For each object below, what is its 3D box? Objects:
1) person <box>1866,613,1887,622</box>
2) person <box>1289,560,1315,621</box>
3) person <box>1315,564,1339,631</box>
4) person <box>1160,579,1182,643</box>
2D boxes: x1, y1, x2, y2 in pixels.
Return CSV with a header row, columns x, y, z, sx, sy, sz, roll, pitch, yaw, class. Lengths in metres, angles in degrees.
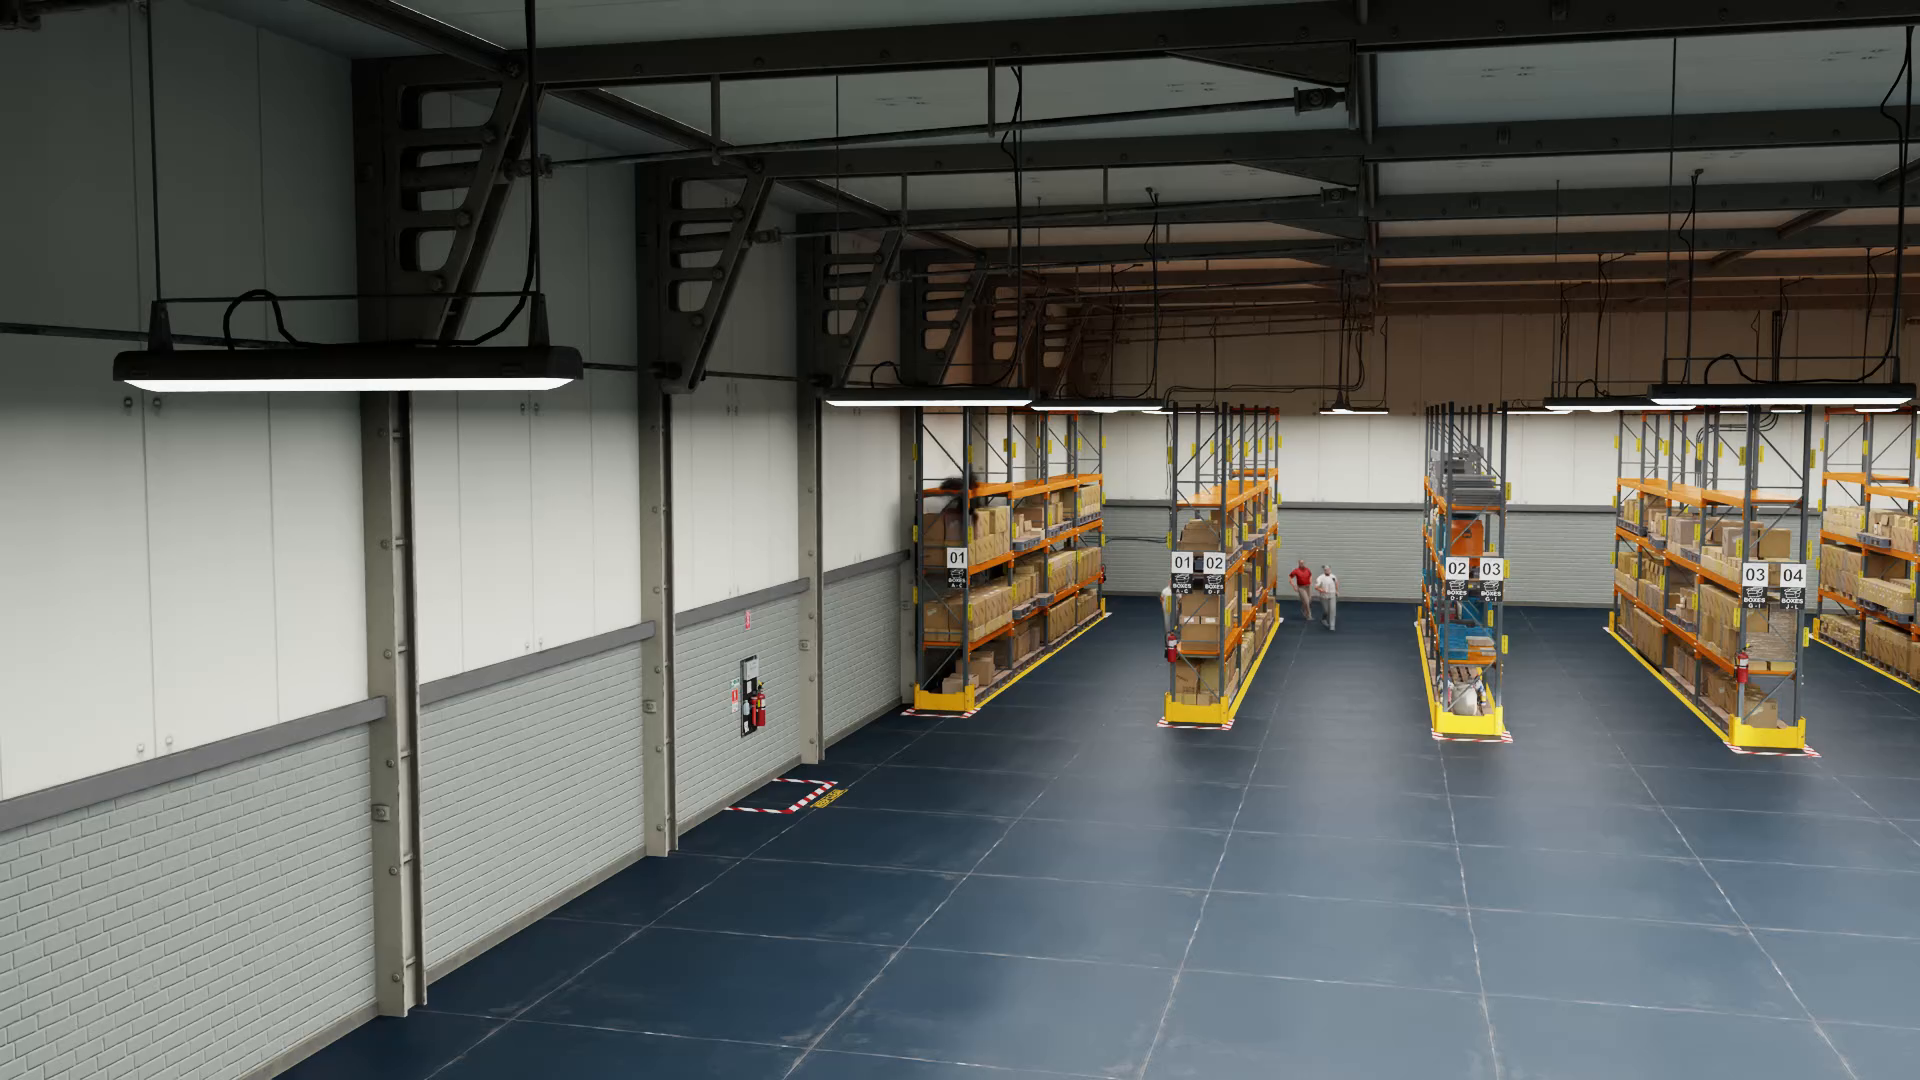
x,y,z,sx,sy,sz,roll,pitch,yaw,class
24.016,1.599,43.877,0.848,1.755,0.734,1,4,13,person
9.675,1.400,47.043,0.728,1.707,0.861,-1,4,-19,person
9.885,1.527,44.719,0.664,1.755,1.003,0,4,0,person
5.382,1.795,42.381,0.607,1.644,0.672,1,4,13,person
